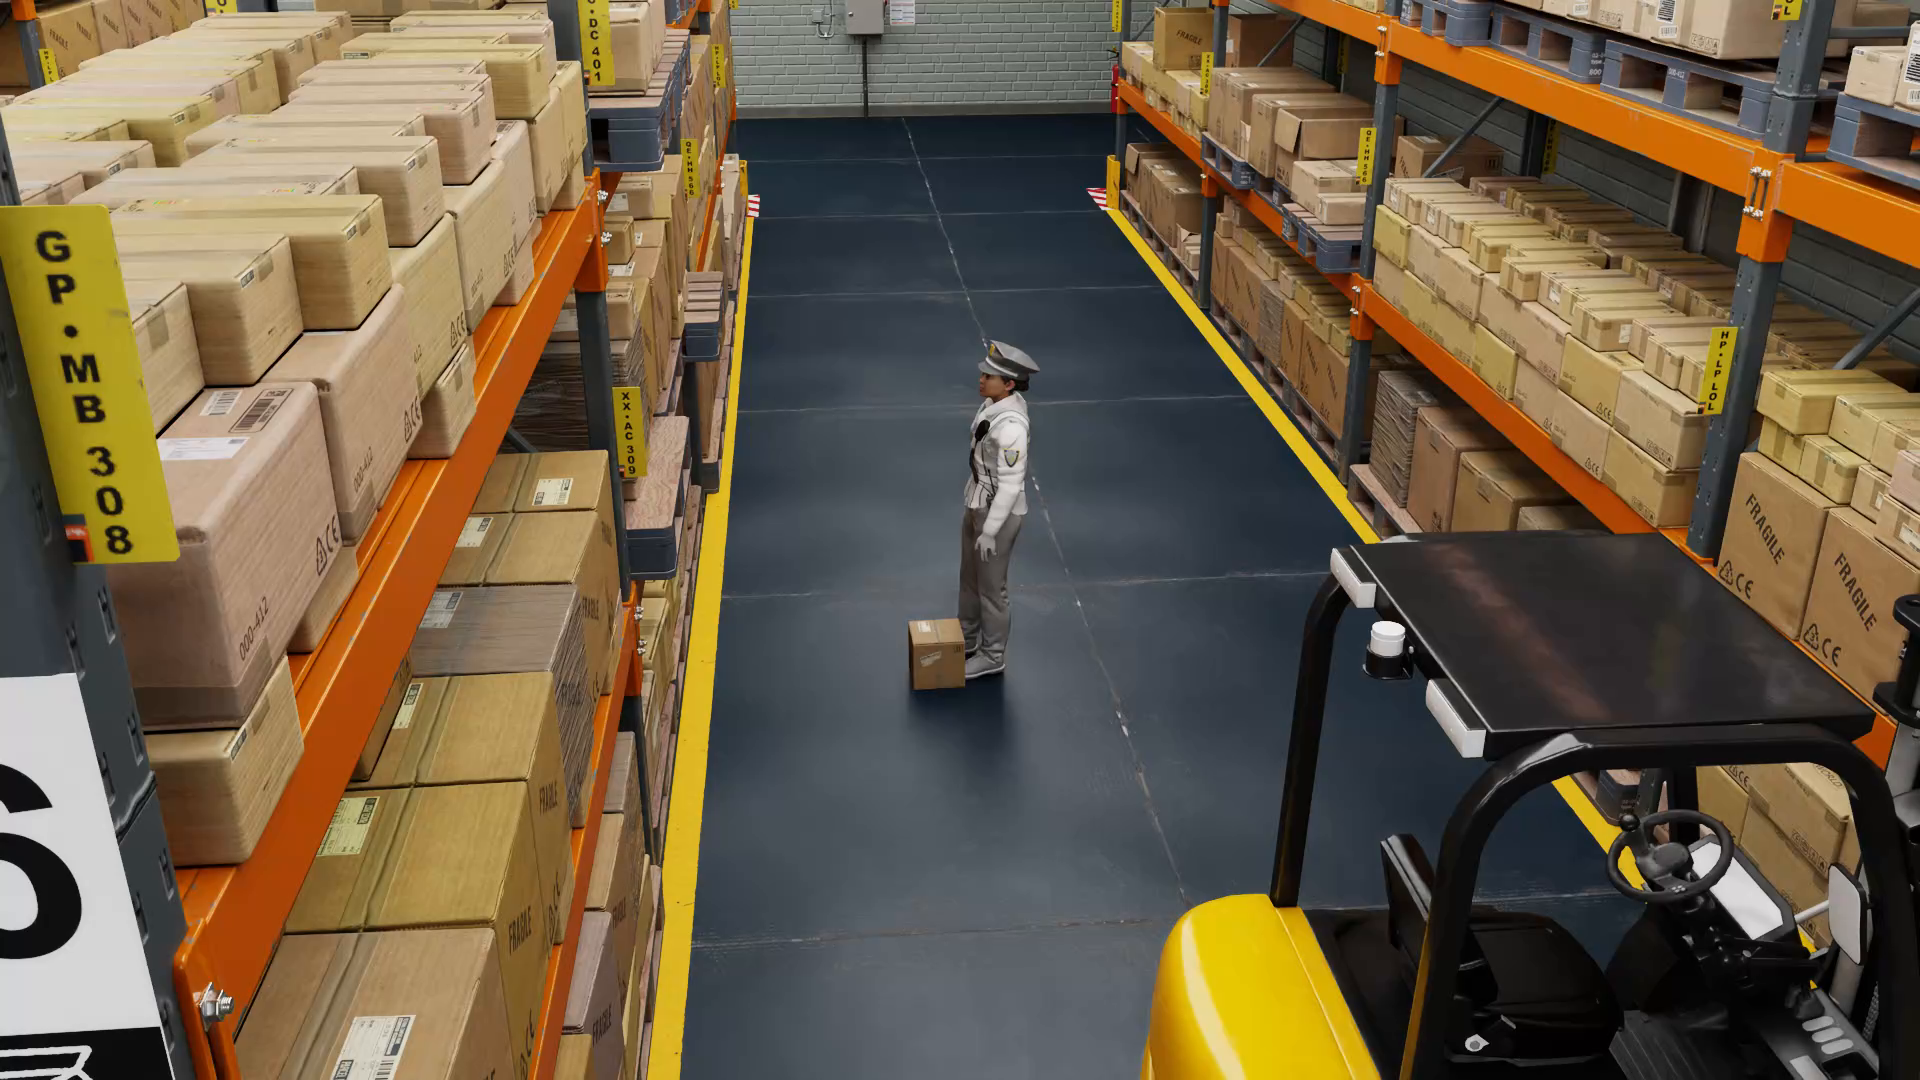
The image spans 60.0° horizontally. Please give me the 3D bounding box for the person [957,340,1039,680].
[{"bbox_3d":[0.087,-0.133,7.838,0.530,1.694,0.586,-2,24,-5],"label":"person"}]
